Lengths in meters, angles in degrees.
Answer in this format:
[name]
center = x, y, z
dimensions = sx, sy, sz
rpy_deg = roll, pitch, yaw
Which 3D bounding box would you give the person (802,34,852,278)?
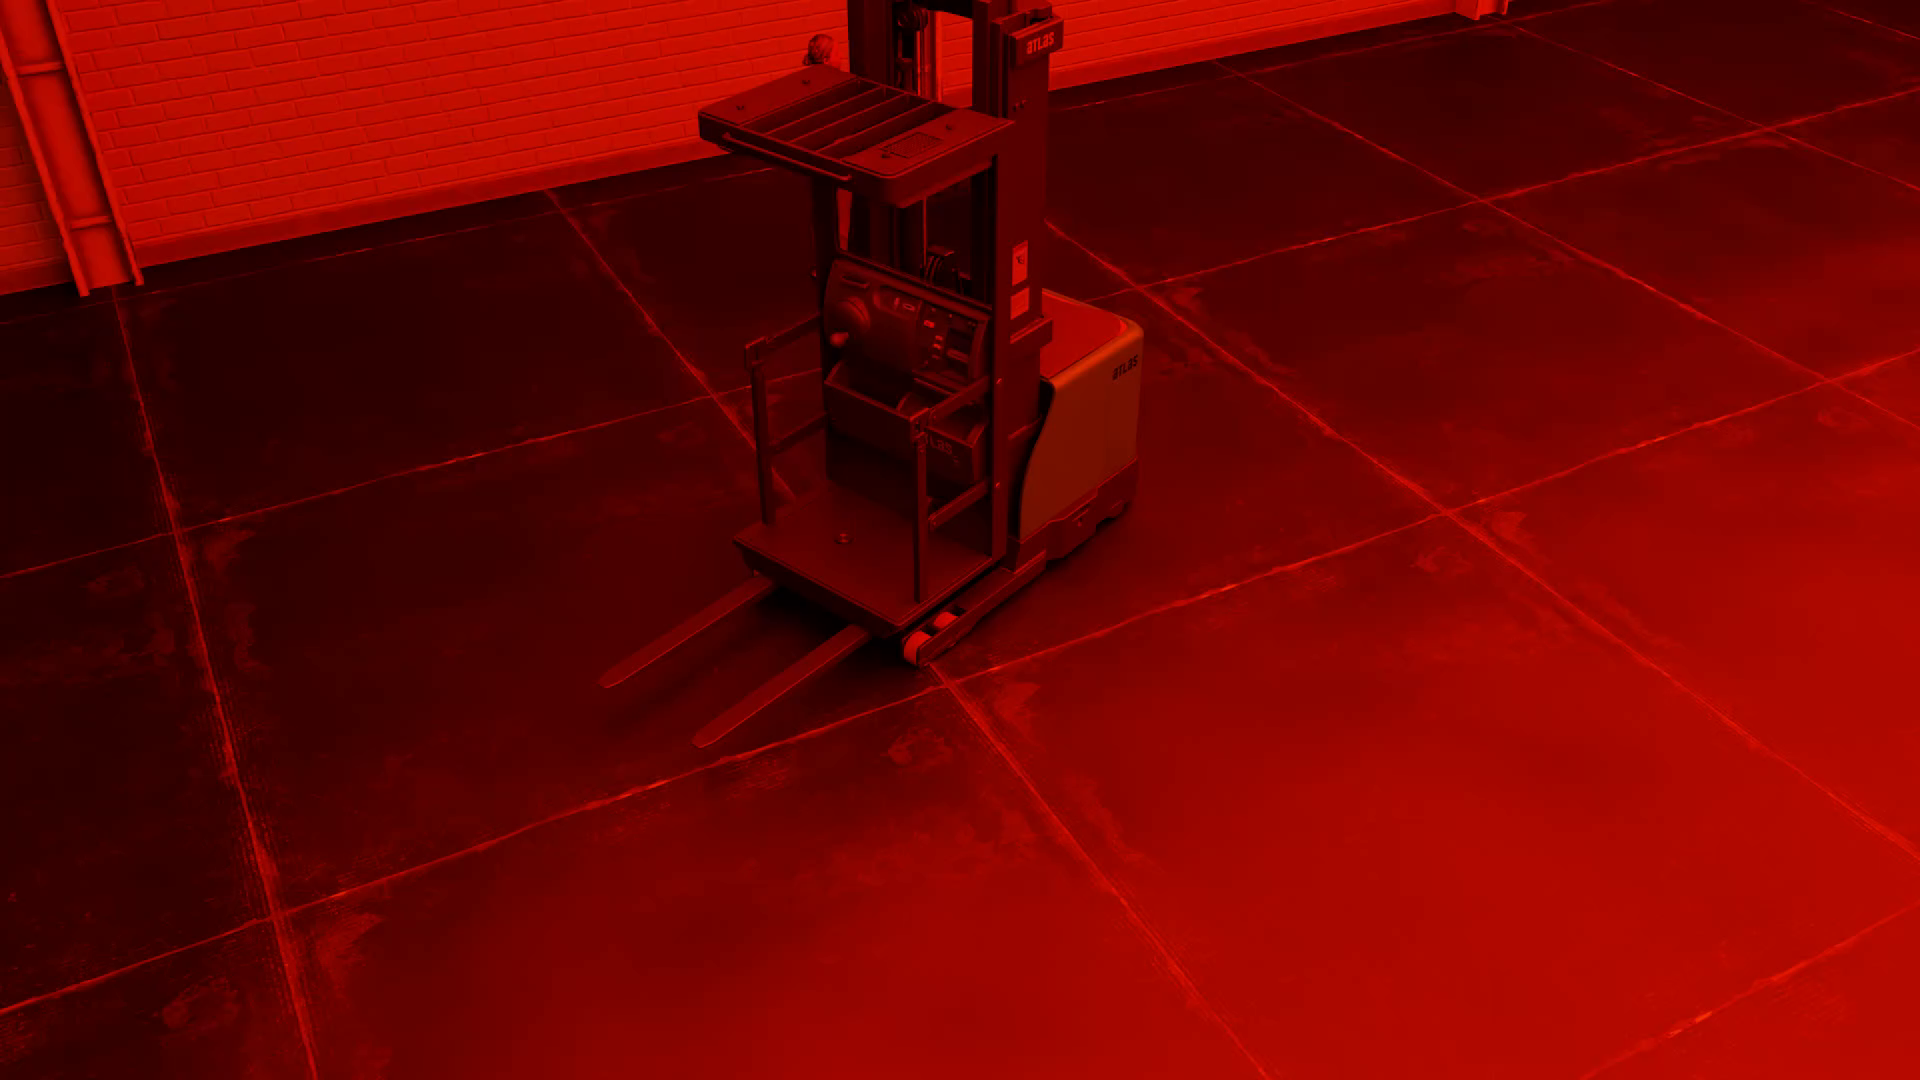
[person]
center = -0.814, -2.413, 10.644
dimensions = 0.331, 1.661, 0.448
rpy_deg = -15, 38, -20

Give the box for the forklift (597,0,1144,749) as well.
[forklift]
center = -0.390, -0.927, 7.434
dimensions = 1.130, 2.935, 3.031
rpy_deg = 26, 43, 31
